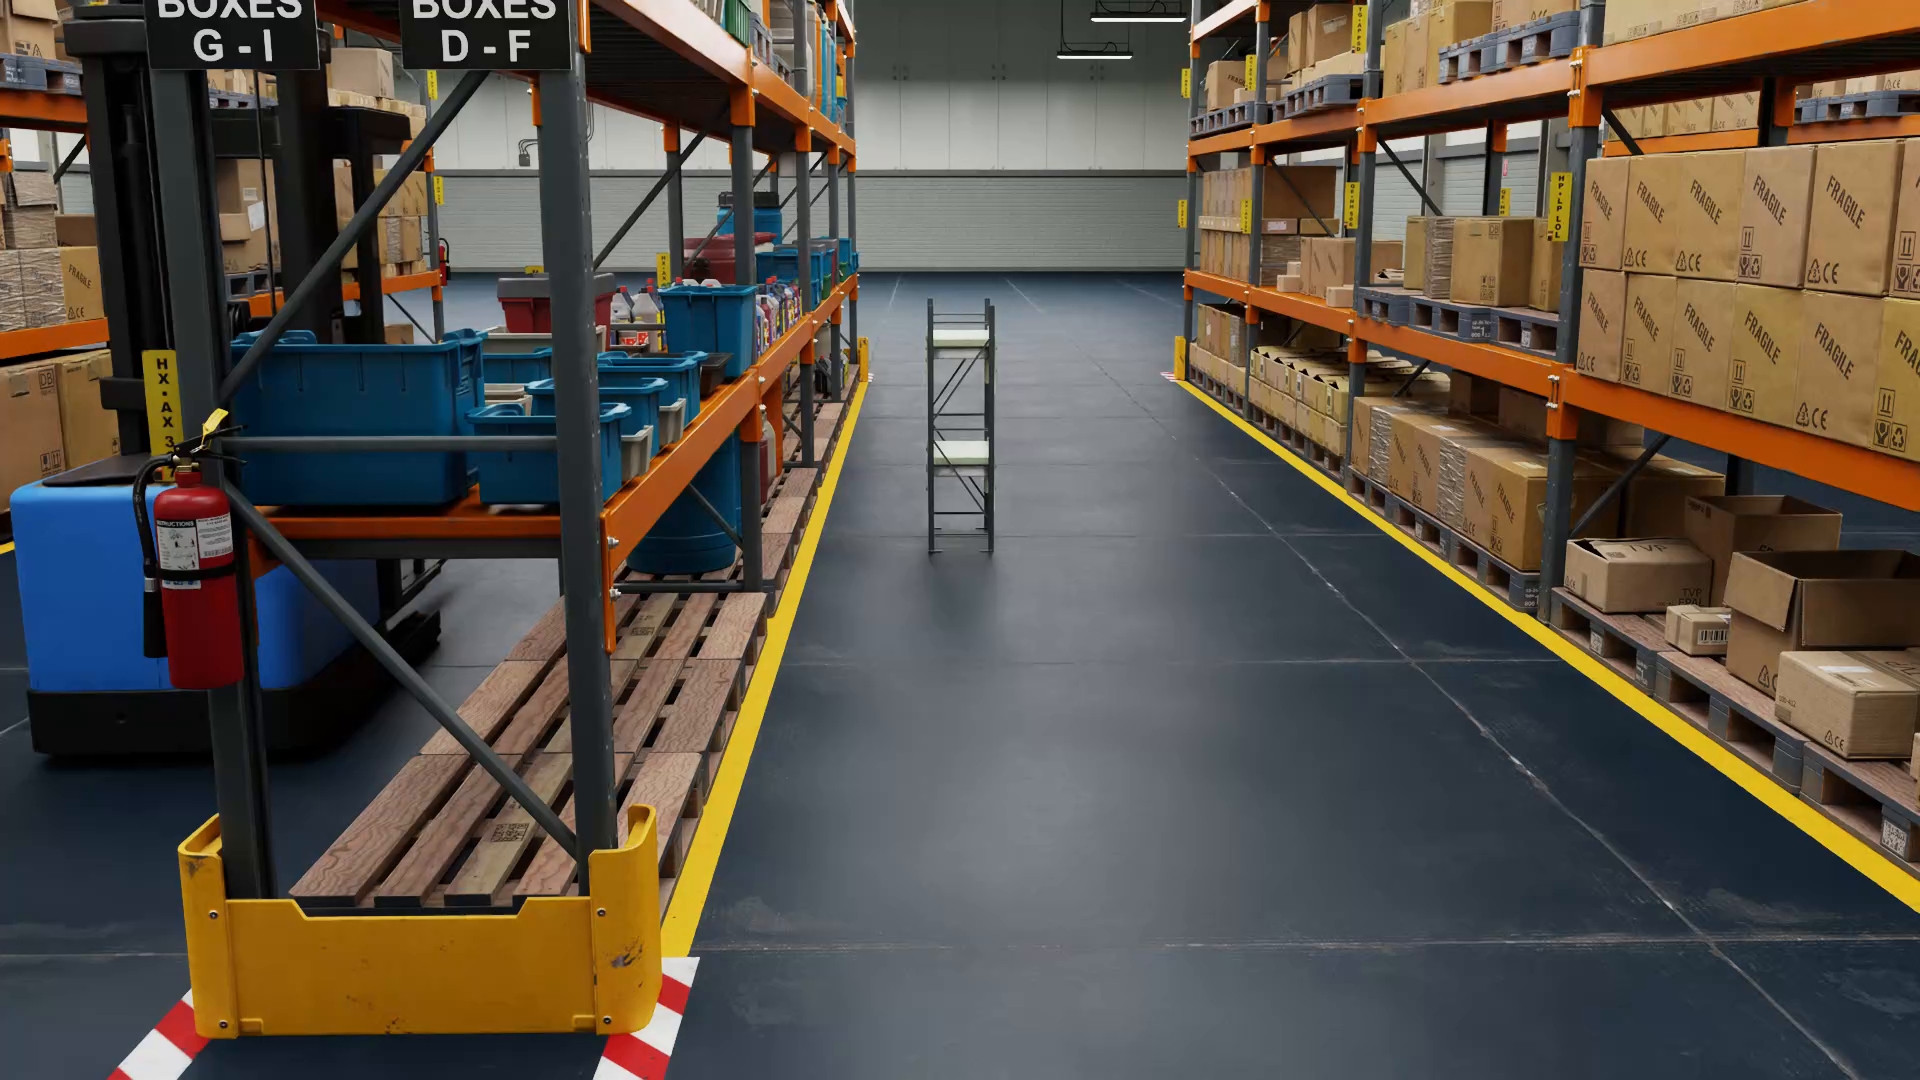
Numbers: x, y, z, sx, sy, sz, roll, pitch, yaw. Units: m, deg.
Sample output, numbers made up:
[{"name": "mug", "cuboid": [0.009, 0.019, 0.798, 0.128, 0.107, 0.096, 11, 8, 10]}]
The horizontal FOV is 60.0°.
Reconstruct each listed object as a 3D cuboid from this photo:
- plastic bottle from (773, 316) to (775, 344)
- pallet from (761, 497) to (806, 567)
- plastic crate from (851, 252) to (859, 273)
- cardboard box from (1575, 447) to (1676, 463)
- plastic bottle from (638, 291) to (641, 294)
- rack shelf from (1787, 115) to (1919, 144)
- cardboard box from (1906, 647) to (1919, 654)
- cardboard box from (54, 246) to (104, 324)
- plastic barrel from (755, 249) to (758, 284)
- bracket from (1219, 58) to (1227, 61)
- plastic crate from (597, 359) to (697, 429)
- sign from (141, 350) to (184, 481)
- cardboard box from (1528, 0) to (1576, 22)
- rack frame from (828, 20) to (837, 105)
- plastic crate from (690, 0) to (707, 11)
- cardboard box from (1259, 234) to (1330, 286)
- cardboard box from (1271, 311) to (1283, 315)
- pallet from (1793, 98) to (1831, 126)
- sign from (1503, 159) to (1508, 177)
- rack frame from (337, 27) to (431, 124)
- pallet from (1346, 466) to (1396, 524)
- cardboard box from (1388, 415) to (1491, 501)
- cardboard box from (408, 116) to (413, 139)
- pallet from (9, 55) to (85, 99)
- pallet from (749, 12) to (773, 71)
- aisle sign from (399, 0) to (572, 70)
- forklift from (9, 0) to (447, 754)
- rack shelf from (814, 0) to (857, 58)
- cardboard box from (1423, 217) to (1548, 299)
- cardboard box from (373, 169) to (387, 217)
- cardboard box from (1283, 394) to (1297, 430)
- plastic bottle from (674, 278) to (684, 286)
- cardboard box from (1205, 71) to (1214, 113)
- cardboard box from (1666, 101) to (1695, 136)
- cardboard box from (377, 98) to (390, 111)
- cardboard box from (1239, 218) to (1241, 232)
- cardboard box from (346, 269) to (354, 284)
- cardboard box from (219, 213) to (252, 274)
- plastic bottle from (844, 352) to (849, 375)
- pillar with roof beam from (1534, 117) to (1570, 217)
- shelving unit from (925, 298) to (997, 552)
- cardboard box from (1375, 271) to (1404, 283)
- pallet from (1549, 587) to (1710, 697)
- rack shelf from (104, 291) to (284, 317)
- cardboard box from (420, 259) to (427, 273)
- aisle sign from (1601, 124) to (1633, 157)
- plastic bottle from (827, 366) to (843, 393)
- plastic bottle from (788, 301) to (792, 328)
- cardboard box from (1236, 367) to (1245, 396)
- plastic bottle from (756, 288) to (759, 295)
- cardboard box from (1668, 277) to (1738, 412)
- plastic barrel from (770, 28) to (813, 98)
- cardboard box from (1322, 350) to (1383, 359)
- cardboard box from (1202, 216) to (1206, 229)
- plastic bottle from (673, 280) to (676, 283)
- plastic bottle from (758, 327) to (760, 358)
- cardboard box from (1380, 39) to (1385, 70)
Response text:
[{"name": "plastic bottle", "cuboid": [-1.117, -1.232, 9.586, 0.097, 0.201, 0.097, 0, 11, 0]}, {"name": "pallet", "cuboid": [-1.497, -0.058, 10.316, 1.003, 0.211, 1.213, 0, 11, -1]}, {"name": "plastic crate", "cuboid": [-1.433, -3.243, 19.372, 0.499, 0.251, 0.616, 0, 11, -1]}, {"name": "cardboard box", "cuboid": [3.669, -0.242, 9.386, 0.500, 0.500, 0.500, 0, 11, 0]}, {"name": "plastic bottle", "cuboid": [-1.902, -1.340, 9.911, 0.061, 0.283, 0.133, 0, 11, -1]}, {"name": "rack shelf", "cuboid": [8.286, -3.379, 13.936, 1.077, 0.370, 4.000, 0, 11, -1]}, {"name": "cardboard box", "cuboid": [3.792, 0.571, 6.009, 0.500, 0.250, 0.500, 0, 11, -1]}, {"name": "cardboard box", "cuboid": [-6.271, -1.755, 11.414, 0.500, 0.500, 0.500, 0, 11, 1]}, {"name": "plastic barrel", "cuboid": [-1.821, -2.166, 13.408, 0.421, 0.512, 0.421, 0, 11, 0]}, {"name": "bracket", "cuboid": [8.009, -14.539, 50.535, 0.235, 0.232, 0.430, 0, 11, -1]}, {"name": "plastic crate", "cuboid": [-1.115, -0.493, 5.713, 0.416, 0.233, 0.300, 0, 11, -1]}, {"name": "sign", "cuboid": [-1.962, -0.308, 4.121, 0.100, 0.325, 0.005, 0, 11, -1]}, {"name": "cardboard box", "cuboid": [3.484, -3.055, 8.969, 0.600, 0.600, 0.600, 0, 11, -2]}, {"name": "rack frame", "cuboid": [-1.660, -5.559, 15.325, 1.000, 3.000, 0.127, 0, 11, -1]}, {"name": "plastic crate", "cuboid": [-1.149, -2.087, 6.055, 0.437, 0.282, 0.530, 0, 11, -1]}, {"name": "cardboard box", "cuboid": [3.277, -2.775, 16.443, 0.700, 0.500, 0.500, -1, 11, -3]}, {"name": "cardboard box", "cuboid": [3.575, -2.156, 17.616, 0.500, 0.500, 0.500, 0, 11, -1]}, {"name": "pallet", "cuboid": [8.151, -3.914, 15.236, 1.213, 0.211, 1.003, 0, 11, -1]}, {"name": "sign", "cuboid": [9.004, -6.141, 27.454, 0.001, 0.298, 0.199, 0, 11, -1]}, {"name": "rack frame", "cuboid": [-6.695, -6.333, 19.144, 1.000, 3.000, 0.127, 0, 11, -1]}, {"name": "pallet", "cuboid": [3.353, -0.328, 11.644, 1.003, 0.211, 1.213, 0, 11, -1]}, {"name": "cardboard box", "cuboid": [3.121, -0.538, 10.848, 0.500, 0.500, 0.500, 0, 11, -2]}, {"name": "cardboard box", "cuboid": [-6.417, -4.596, 18.501, 0.500, 0.250, 0.500, 0, 11, -1]}, {"name": "pallet", "cuboid": [-6.463, -3.053, 10.993, 1.213, 0.211, 1.003, 0, 11, 1]}, {"name": "pallet", "cuboid": [-1.609, -2.561, 8.570, 1.213, 0.211, 1.003, 0, 11, -1]}, {"name": "aisle sign", "cuboid": [-1.114, -1.494, 3.841, 0.394, 0.787, 0.004, 0, 11, -1]}, {"name": "forklift", "cuboid": [-3.068, -0.868, 7.464, 1.130, 2.935, 3.031, -1, 11, -3]}, {"name": "rack shelf", "cuboid": [-1.701, -5.408, 17.396, 1.077, 0.370, 4.000, 0, 11, -1]}, {"name": "cardboard box", "cuboid": [3.329, -1.790, 10.533, 0.700, 0.500, 0.500, 2, 12, 10]}, {"name": "cardboard box", "cuboid": [-6.410, -3.672, 17.598, 0.500, 0.500, 0.500, 0, 11, -1]}, {"name": "cardboard box", "cuboid": [3.085, -1.109, 14.343, 0.500, 0.250, 0.500, 0, 11, 0]}, {"name": "plastic bottle", "cuboid": [-1.714, -1.432, 10.196, 0.144, 0.351, 0.185, 0, 11, -1]}, {"name": "cardboard box", "cuboid": [3.217, -5.114, 19.010, 0.797, 0.503, 0.637, 1, 11, 3]}, {"name": "cardboard box", "cuboid": [7.942, -4.599, 17.839, 0.500, 0.500, 0.500, 0, 11, 2]}, {"name": "cardboard box", "cuboid": [-6.357, -4.673, 17.877, 0.380, 0.149, 0.250, -1, 11, -4]}, {"name": "cardboard box", "cuboid": [3.055, -3.212, 16.962, 0.380, 0.149, 0.250, 0, 11, -1]}, {"name": "cardboard box", "cuboid": [-6.355, -2.668, 16.798, 0.380, 0.149, 0.250, 0, 11, -1]}, {"name": "cardboard box", "cuboid": [-6.484, -2.510, 14.073, 0.797, 0.503, 0.637, 1, 12, 5]}, {"name": "plastic bottle", "cuboid": [-1.246, -1.912, 18.163, 0.061, 0.283, 0.133, 0, 11, 0]}, {"name": "pillar with roof beam", "cuboid": [4.614, -7.434, 24.569, 9.100, 9.000, 0.400, 0, 11, -1]}, {"name": "shelving unit", "cuboid": [0.000, -0.736, 10.417, 0.431, 1.500, 0.755, 0, 11, -1]}, {"name": "cardboard box", "cuboid": [3.411, -1.872, 12.465, 0.500, 0.311, 0.500, 0, 11, 2]}, {"name": "pallet", "cuboid": [3.471, 0.455, 7.784, 1.003, 0.211, 1.213, 0, 11, -1]}, {"name": "rack shelf", "cuboid": [-6.571, -1.848, 13.933, 1.077, 0.370, 4.000, 0, 11, -1]}, {"name": "cardboard box", "cuboid": [-6.482, -3.214, 19.491, 0.380, 0.149, 0.250, 0, 11, -1]}, {"name": "aisle sign", "cuboid": [7.861, -4.741, 19.848, 0.394, 0.787, 0.004, 0, 11, -1]}, {"name": "plastic bottle", "cuboid": [-1.262, -1.629, 16.786, 0.152, 0.276, 0.135, 0, 11, 1]}, {"name": "plastic bottle", "cuboid": [-1.143, -1.482, 10.818, 0.097, 0.201, 0.097, 0, 11, 0]}, {"name": "cardboard box", "cuboid": [3.064, -1.588, 16.700, 0.500, 0.250, 0.500, 0, 11, -1]}, {"name": "plastic bottle", "cuboid": [-1.259, -1.423, 10.322, 0.061, 0.283, 0.133, 0, 11, -1]}, {"name": "cardboard box", "cuboid": [3.218, -0.793, 6.673, 0.500, 0.500, 0.500, 0, 11, -1]}, {"name": "plastic barrel", "cuboid": [-1.277, -3.411, 12.004, 0.421, 0.512, 0.421, 0, 11, 0]}, {"name": "cardboard box", "cuboid": [3.604, -1.588, 15.294, 0.500, 0.311, 0.500, 0, 11, 0]}, {"name": "cardboard box", "cuboid": [3.011, -3.669, 19.216, 0.380, 0.149, 0.250, -1, 11, -3]}, {"name": "plastic bottle", "cuboid": [-1.930, -1.613, 11.261, 0.061, 0.283, 0.133, 0, 11, -1]}, {"name": "plastic bottle", "cuboid": [-1.099, -1.055, 8.714, 0.097, 0.201, 0.097, 0, 11, 0]}, {"name": "cardboard box", "cuboid": [3.309, -3.535, 12.217, 0.500, 0.250, 0.500, -1, 12, -5]}]
